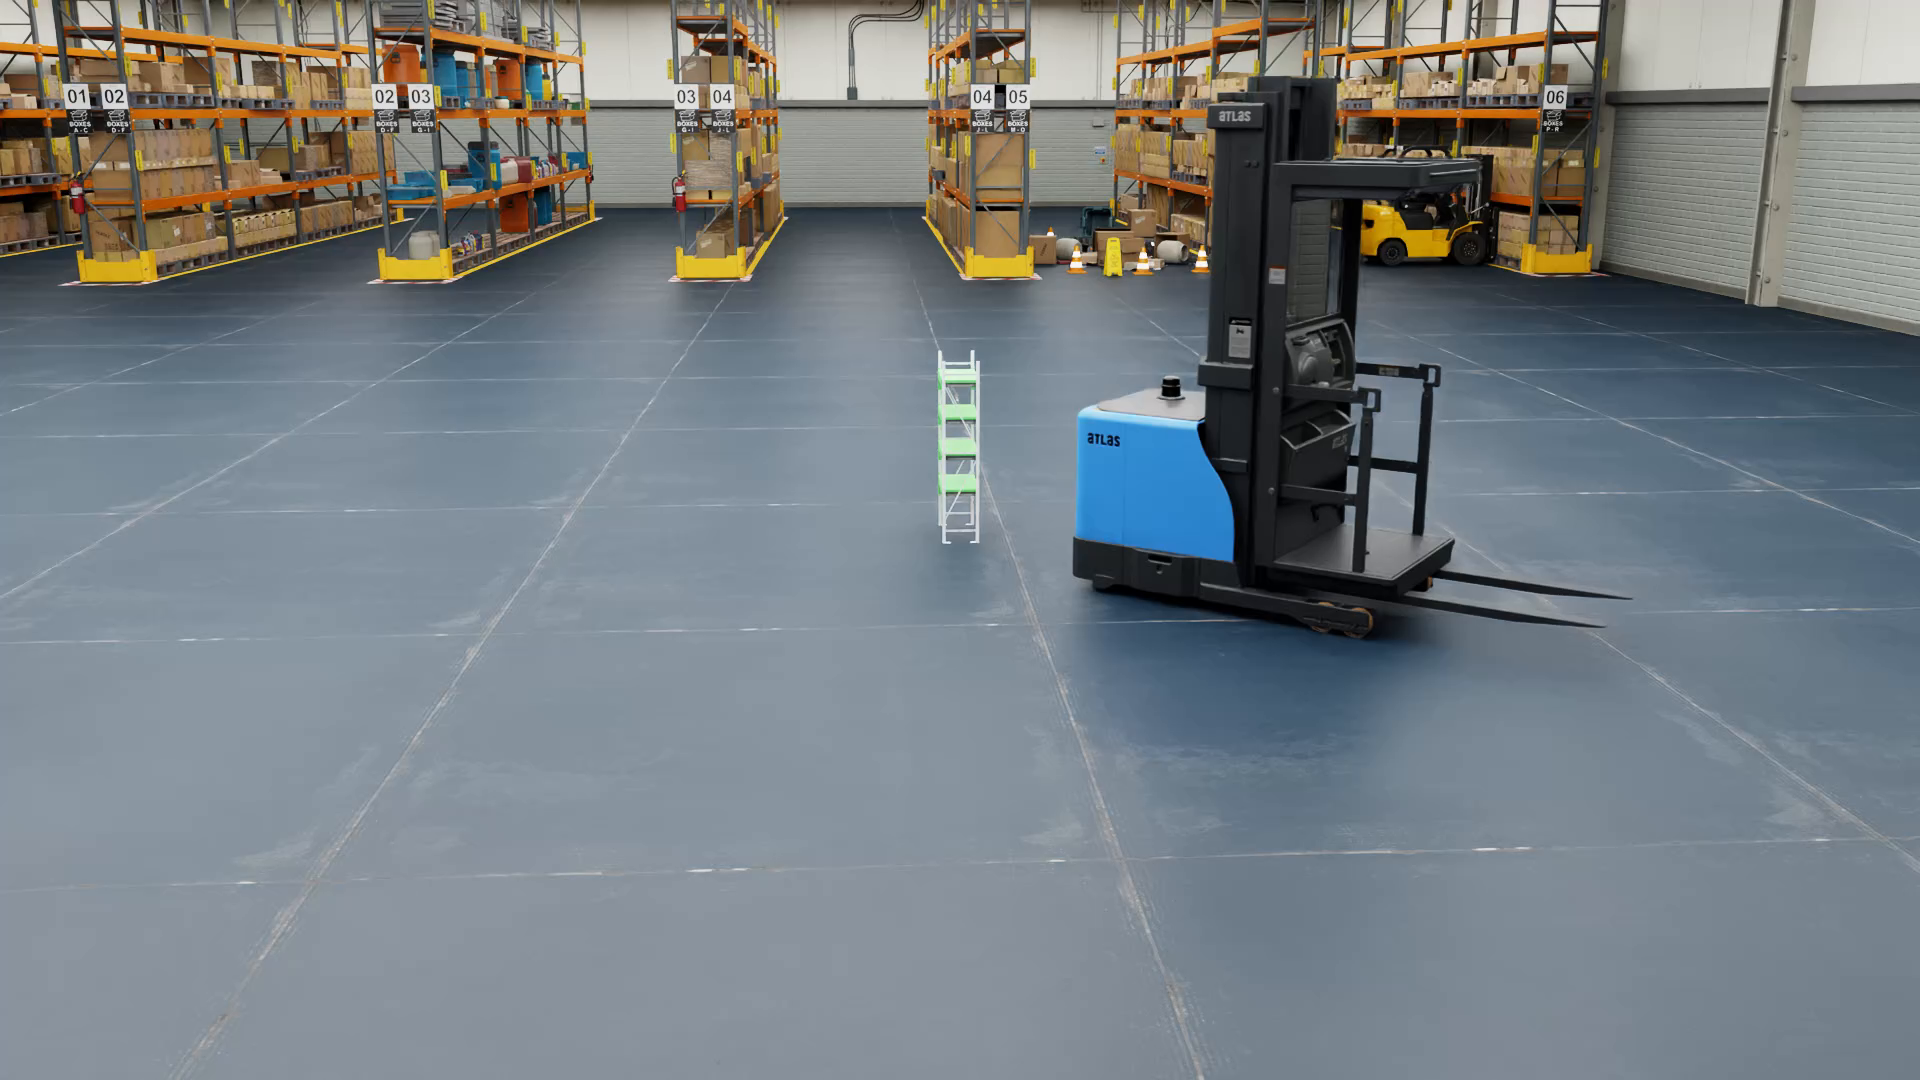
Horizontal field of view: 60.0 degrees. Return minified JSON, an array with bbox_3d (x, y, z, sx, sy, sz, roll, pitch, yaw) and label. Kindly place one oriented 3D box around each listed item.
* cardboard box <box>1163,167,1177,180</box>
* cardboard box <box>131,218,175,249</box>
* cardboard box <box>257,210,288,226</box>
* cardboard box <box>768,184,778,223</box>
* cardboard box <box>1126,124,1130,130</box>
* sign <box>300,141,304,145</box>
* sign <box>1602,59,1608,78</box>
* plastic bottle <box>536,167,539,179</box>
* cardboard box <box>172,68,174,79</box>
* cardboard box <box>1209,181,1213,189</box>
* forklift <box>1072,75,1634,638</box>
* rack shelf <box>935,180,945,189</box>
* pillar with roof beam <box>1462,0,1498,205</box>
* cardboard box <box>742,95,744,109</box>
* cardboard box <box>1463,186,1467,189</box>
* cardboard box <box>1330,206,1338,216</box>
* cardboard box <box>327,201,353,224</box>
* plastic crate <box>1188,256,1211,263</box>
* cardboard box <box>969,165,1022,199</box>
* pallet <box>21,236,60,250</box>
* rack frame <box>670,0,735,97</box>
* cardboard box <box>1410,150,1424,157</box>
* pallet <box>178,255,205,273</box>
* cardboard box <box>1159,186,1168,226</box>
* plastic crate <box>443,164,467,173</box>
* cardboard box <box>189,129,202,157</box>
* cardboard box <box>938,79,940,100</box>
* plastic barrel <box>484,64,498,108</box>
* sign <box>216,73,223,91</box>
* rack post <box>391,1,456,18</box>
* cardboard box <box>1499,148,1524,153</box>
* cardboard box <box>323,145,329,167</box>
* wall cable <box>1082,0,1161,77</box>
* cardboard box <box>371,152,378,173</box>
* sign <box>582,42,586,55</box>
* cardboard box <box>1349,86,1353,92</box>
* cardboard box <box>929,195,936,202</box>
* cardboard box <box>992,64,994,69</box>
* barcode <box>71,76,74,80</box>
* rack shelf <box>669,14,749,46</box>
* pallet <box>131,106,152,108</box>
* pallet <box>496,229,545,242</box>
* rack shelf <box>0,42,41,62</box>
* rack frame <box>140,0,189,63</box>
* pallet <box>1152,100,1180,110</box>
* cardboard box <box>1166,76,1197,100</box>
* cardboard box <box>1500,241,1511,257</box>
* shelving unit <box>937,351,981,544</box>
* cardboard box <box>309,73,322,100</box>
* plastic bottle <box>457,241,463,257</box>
[{"bbox_3d":[4.825,-8.174,37.077,0.500,0.250,0.500,-1,14,-5],"label":"cardboard box"},{"bbox_3d":[-14.012,-5.327,28.879,0.500,0.500,0.500,-1,14,-3],"label":"cardboard box"},{"bbox_3d":[-14.346,-6.708,34.627,0.500,0.311,0.500,-1,14,-4],"label":"cardboard box"},{"bbox_3d":[-4.964,-7.982,39.452,1.225,0.875,0.875,-1,14,-3],"label":"cardboard box"},{"bbox_3d":[4.419,-10.483,42.239,0.380,0.149,0.250,-1,14,-5],"label":"cardboard box"},{"bbox_3d":[-15.452,-9.224,39.119,0.100,0.325,0.005,-1,14,-3],"label":"sign"},{"bbox_3d":[11.119,-8.134,28.689,0.100,0.325,0.005,-1,14,-3],"label":"sign"},{"bbox_3d":[-9.461,-8.205,37.154,0.097,0.271,0.097,0,14,0],"label":"plastic bottle"},{"bbox_3d":[-14.439,-8.188,29.478,0.797,0.503,0.637,1,14,3],"label":"cardboard box"},{"bbox_3d":[5.062,-6.925,32.427,0.380,0.149,0.250,-1,14,-4],"label":"cardboard box"},{"bbox_3d":[2.184,-1.039,9.184,3.031,2.935,1.130,9,17,32],"label":"forklift"},{"bbox_3d":[0.057,-8.173,38.214,1.077,0.370,4.000,-1,14,-3],"label":"rack shelf"},{"bbox_3d":[6.753,-10.731,34.675,9.100,9.000,0.400,-1,14,-3],"label":"pillar with roof beam"},{"bbox_3d":[-4.154,-7.867,29.864,0.500,0.250,0.500,0,14,-2],"label":"cardboard box"},{"bbox_3d":[10.084,-7.142,32.563,0.500,0.500,0.500,-1,14,-5],"label":"cardboard box"},{"bbox_3d":[9.471,-8.300,41.908,0.396,0.266,0.258,0,14,-1],"label":"cardboard box"},{"bbox_3d":[-14.595,-7.699,39.063,0.500,0.500,0.500,-1,14,-4],"label":"cardboard box"},{"bbox_3d":[4.642,-5.313,31.516,0.402,0.080,0.583,-6,16,-23],"label":"plastic crate"},{"bbox_3d":[0.608,-6.198,28.795,0.875,0.550,0.550,-1,14,-3],"label":"cardboard box"},{"bbox_3d":[-19.560,-6.198,34.691,1.003,0.211,1.213,-1,14,-3],"label":"pallet"},{"bbox_3d":[-4.280,-8.888,27.511,1.000,3.000,0.127,-1,14,-3],"label":"rack frame"},{"bbox_3d":[9.883,-8.287,35.711,0.380,0.149,0.250,-1,14,-3],"label":"cardboard box"},{"bbox_3d":[-14.329,-4.972,29.928,1.003,0.211,1.213,-1,14,-3],"label":"pallet"},{"bbox_3d":[5.104,-7.694,38.333,0.875,0.875,0.875,-1,14,-3],"label":"cardboard box"},{"bbox_3d":[-9.807,-7.047,32.269,0.402,0.464,0.583,-1,14,-3],"label":"plastic crate"},{"bbox_3d":[-14.349,-7.266,30.443,0.700,0.500,0.500,-1,14,-4],"label":"cardboard box"},{"bbox_3d":[-0.153,-10.627,39.246,0.700,0.500,0.500,-1,14,-3],"label":"cardboard box"},{"bbox_3d":[-9.885,-9.383,34.451,0.600,0.901,0.600,0,14,0],"label":"plastic barrel"},{"bbox_3d":[-13.862,-8.576,31.120,0.100,0.325,0.005,-1,14,-3],"label":"sign"},{"bbox_3d":[-9.375,-9.256,29.094,0.937,0.300,0.954,-1,14,-4],"label":"rack post"},{"bbox_3d":[10.231,-7.187,30.840,0.380,0.149,0.250,-1,14,-3],"label":"cardboard box"},{"bbox_3d":[-15.105,-8.945,38.730,0.700,0.500,0.500,-6,16,-22],"label":"cardboard box"},{"bbox_3d":[4.737,-14.441,49.095,2.355,3.000,0.029,-1,14,-3],"label":"wall cable"},{"bbox_3d":[-14.767,-9.372,41.233,0.500,0.500,0.500,-1,14,-4],"label":"cardboard box"},{"bbox_3d":[-9.667,-12.647,42.768,0.100,0.325,0.005,-1,14,-3],"label":"sign"},{"bbox_3d":[9.463,-10.714,39.493,0.380,0.149,0.250,-1,14,-4],"label":"cardboard box"},{"bbox_3d":[-0.597,-8.857,43.115,0.380,0.149,0.250,-1,14,-4],"label":"cardboard box"},{"bbox_3d":[0.800,-8.786,30.996,0.380,0.149,0.250,-1,14,-4],"label":"cardboard box"},{"bbox_3d":[-14.668,-7.632,27.484,0.001,0.075,0.075,-1,14,-3],"label":"barcode"},{"bbox_3d":[-4.404,-9.035,29.534,1.077,0.370,4.000,-1,14,-3],"label":"rack shelf"},{"bbox_3d":[-19.895,-10.351,39.394,1.003,0.211,1.213,-1,14,-3],"label":"pallet"},{"bbox_3d":[-9.810,-6.741,36.801,1.003,0.211,1.213,-1,14,-3],"label":"pallet"},{"bbox_3d":[-19.483,-9.609,32.558,1.077,0.370,4.000,-1,14,-3],"label":"rack shelf"},{"bbox_3d":[-20.103,-12.638,42.084,1.000,3.000,0.127,-1,14,-3],"label":"rack frame"},{"bbox_3d":[4.950,-9.924,37.935,1.003,0.211,1.213,0,14,-1],"label":"pallet"},{"bbox_3d":[4.941,-9.923,36.502,0.797,0.503,0.637,-2,15,-7],"label":"cardboard box"},{"bbox_3d":[10.199,-5.321,30.361,0.500,0.250,0.500,-1,14,-3],"label":"cardboard box"},{"bbox_3d":[-0.010,-0.622,11.037,0.258,1.200,0.503,-1,14,-3],"label":"shelving unit"},{"bbox_3d":[-14.889,-10.275,37.679,0.600,0.600,0.600,-1,14,-4],"label":"cardboard box"},{"bbox_3d":[-9.025,-5.253,30.017,0.097,0.271,0.097,0,14,0],"label":"plastic bottle"}]
